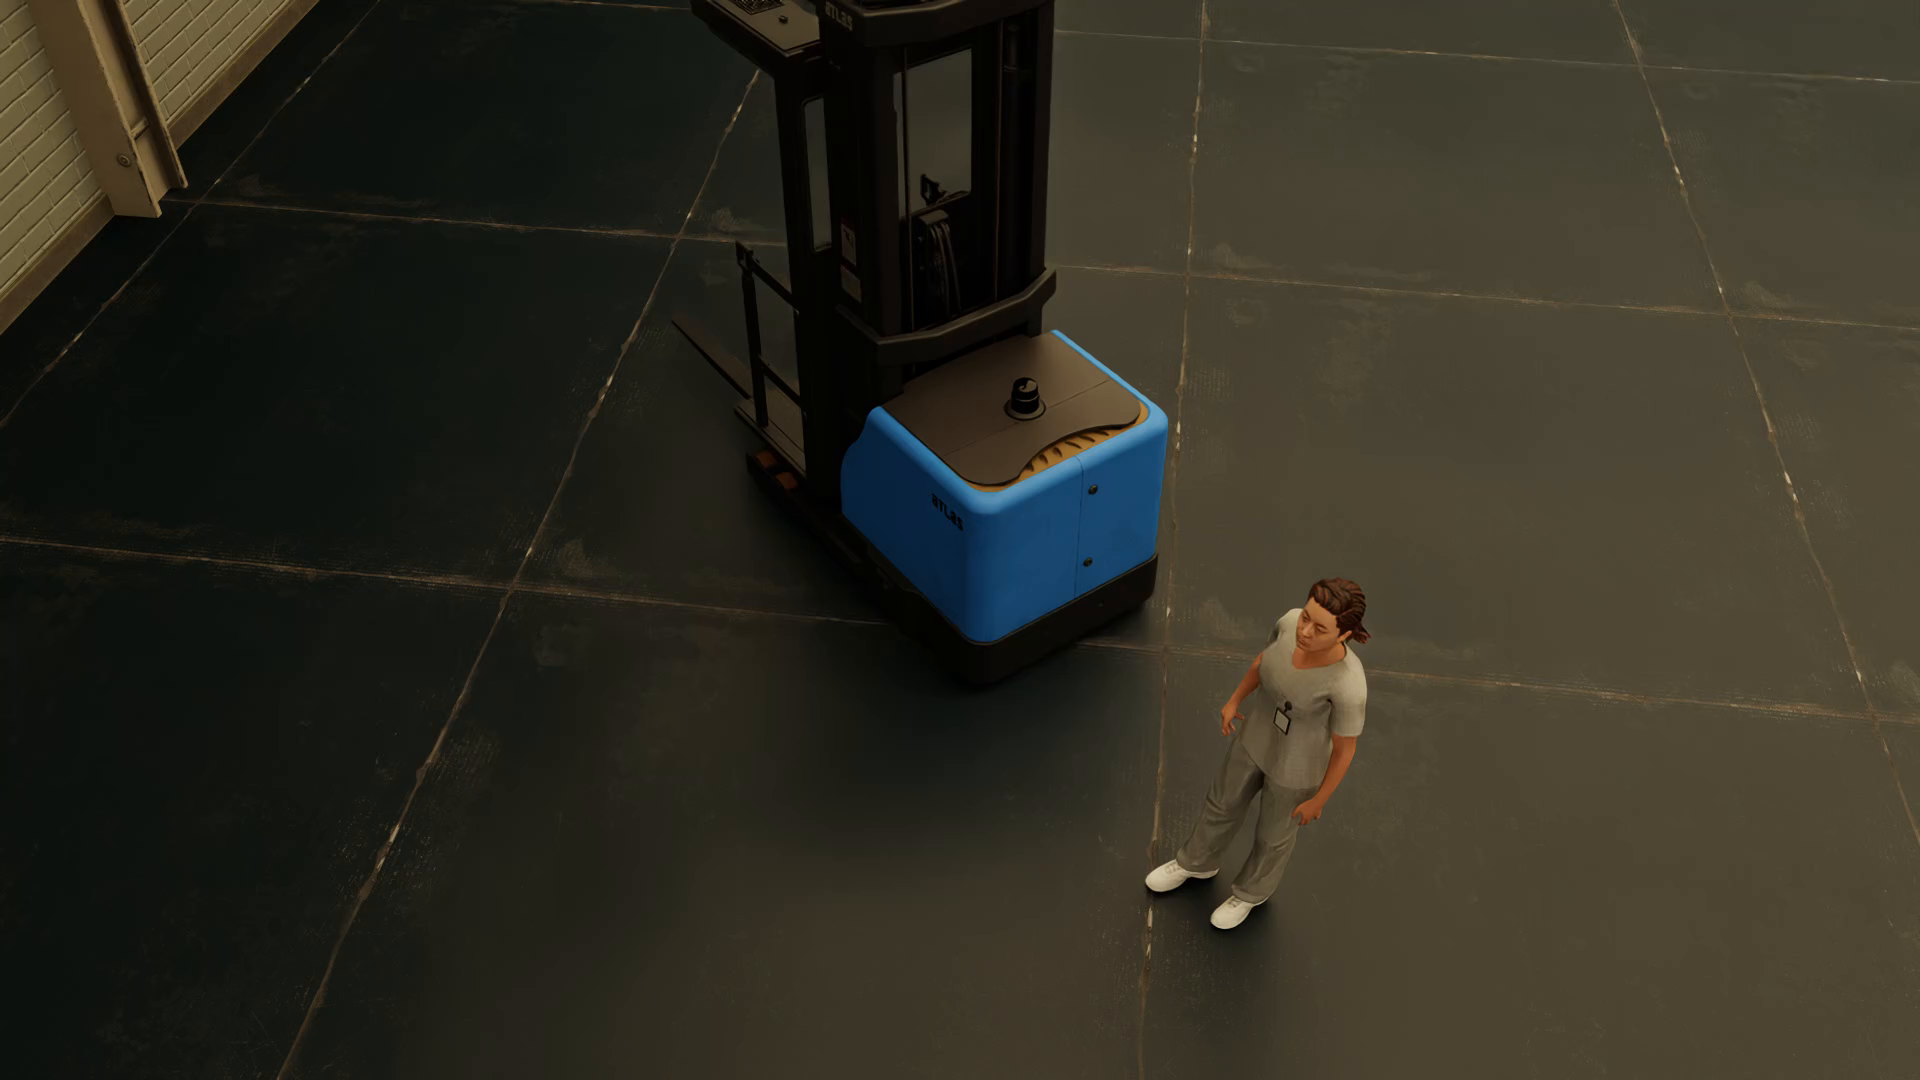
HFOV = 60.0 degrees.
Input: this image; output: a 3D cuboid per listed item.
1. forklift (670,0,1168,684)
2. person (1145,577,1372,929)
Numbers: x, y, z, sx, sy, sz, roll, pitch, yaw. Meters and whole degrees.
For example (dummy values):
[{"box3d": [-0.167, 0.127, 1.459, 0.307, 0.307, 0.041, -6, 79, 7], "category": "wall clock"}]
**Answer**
[{"box3d": [-0.388, -1.420, 7.270, 1.130, 2.935, 3.031, -26, 49, -26], "category": "forklift"}, {"box3d": [1.067, 0.779, 5.803, 0.550, 1.665, 0.543, -21, 47, -21], "category": "person"}]
